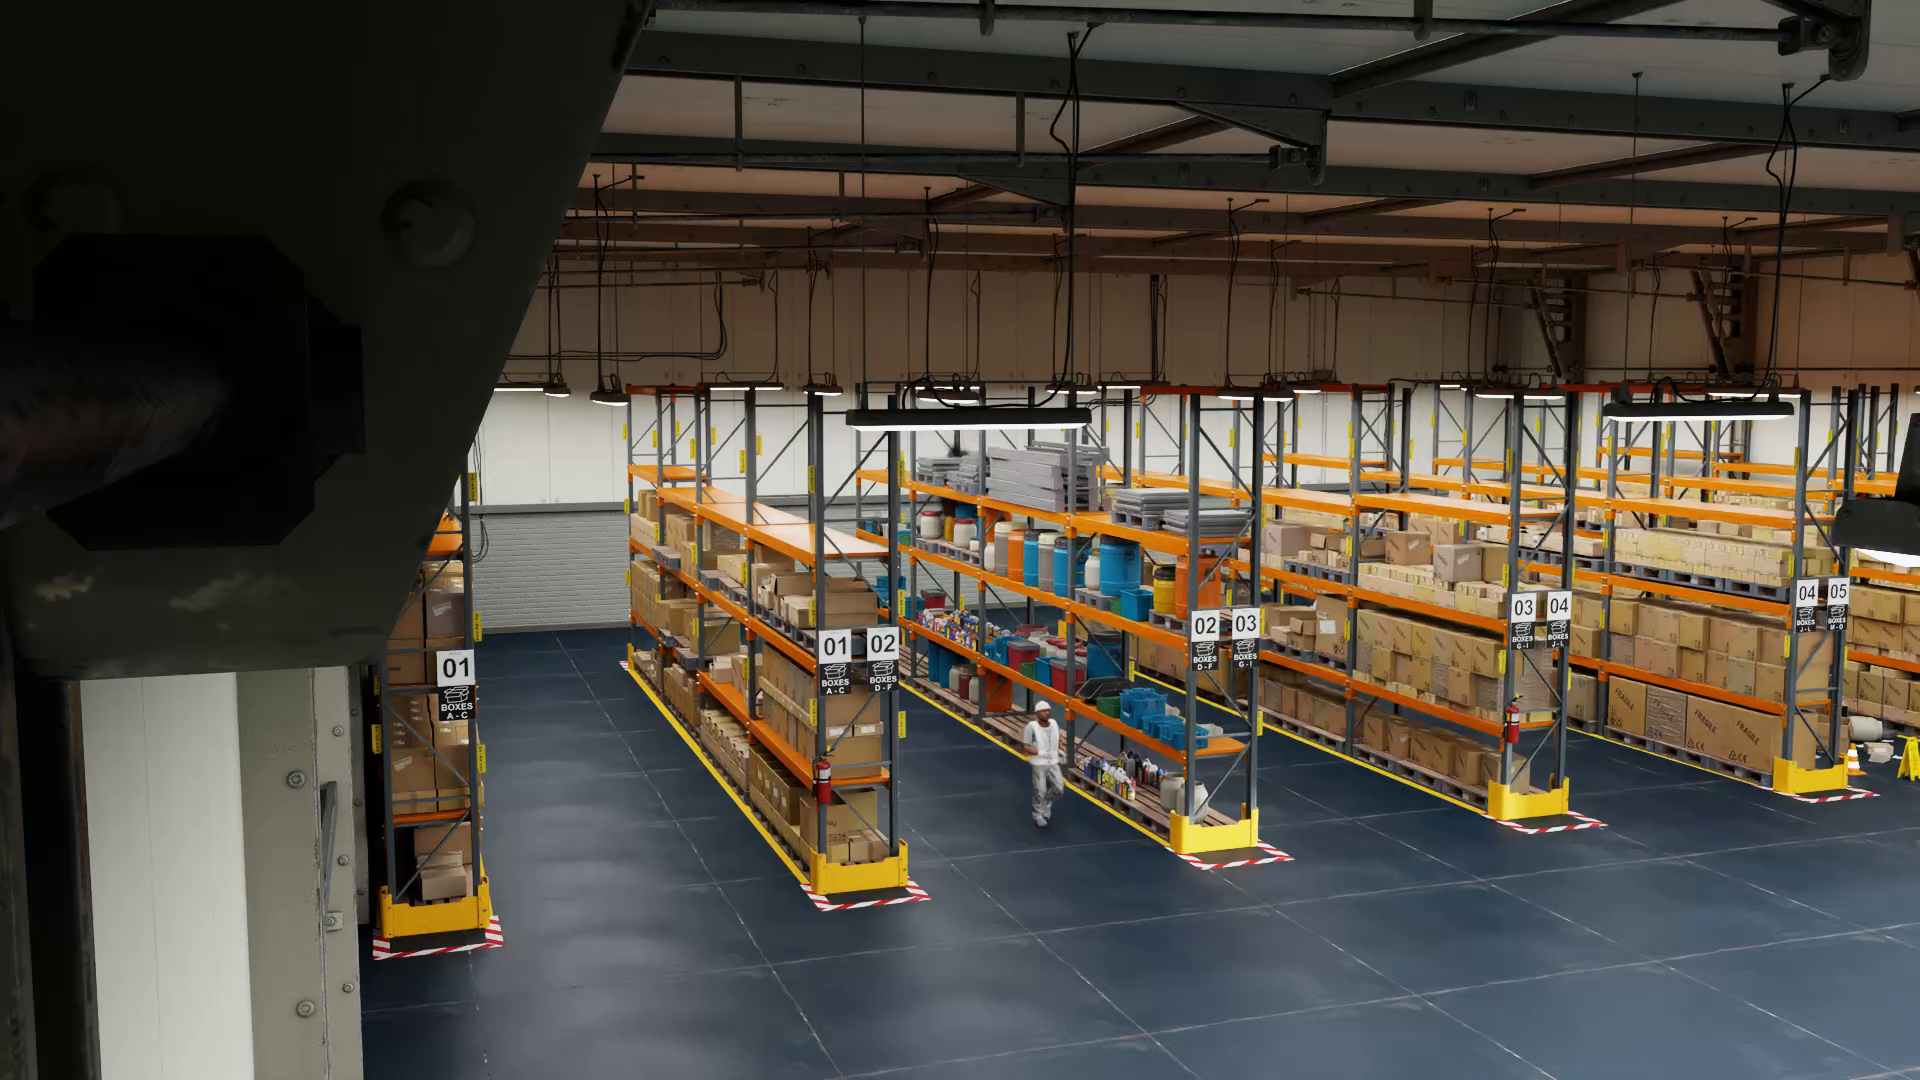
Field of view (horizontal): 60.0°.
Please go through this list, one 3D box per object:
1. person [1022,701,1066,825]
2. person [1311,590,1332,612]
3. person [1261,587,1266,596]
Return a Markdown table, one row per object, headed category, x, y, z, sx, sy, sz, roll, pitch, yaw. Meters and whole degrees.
| category | x | y | z | sx | sy | sz | roll | pitch | yaw |
| --- | --- | --- | --- | --- | --- | --- | --- | --- | --- |
| person | 1.191 | 3.091 | 22.946 | 0.673 | 1.739 | 0.602 | -3 | 7 | -26 |
| person | 7.684 | 1.892 | 34.879 | 0.703 | 1.757 | 0.990 | -2 | 6 | -22 |
| person | 7.407 | 1.210 | 41.468 | 0.560 | 1.679 | 0.766 | 2 | 6 | 19 |
